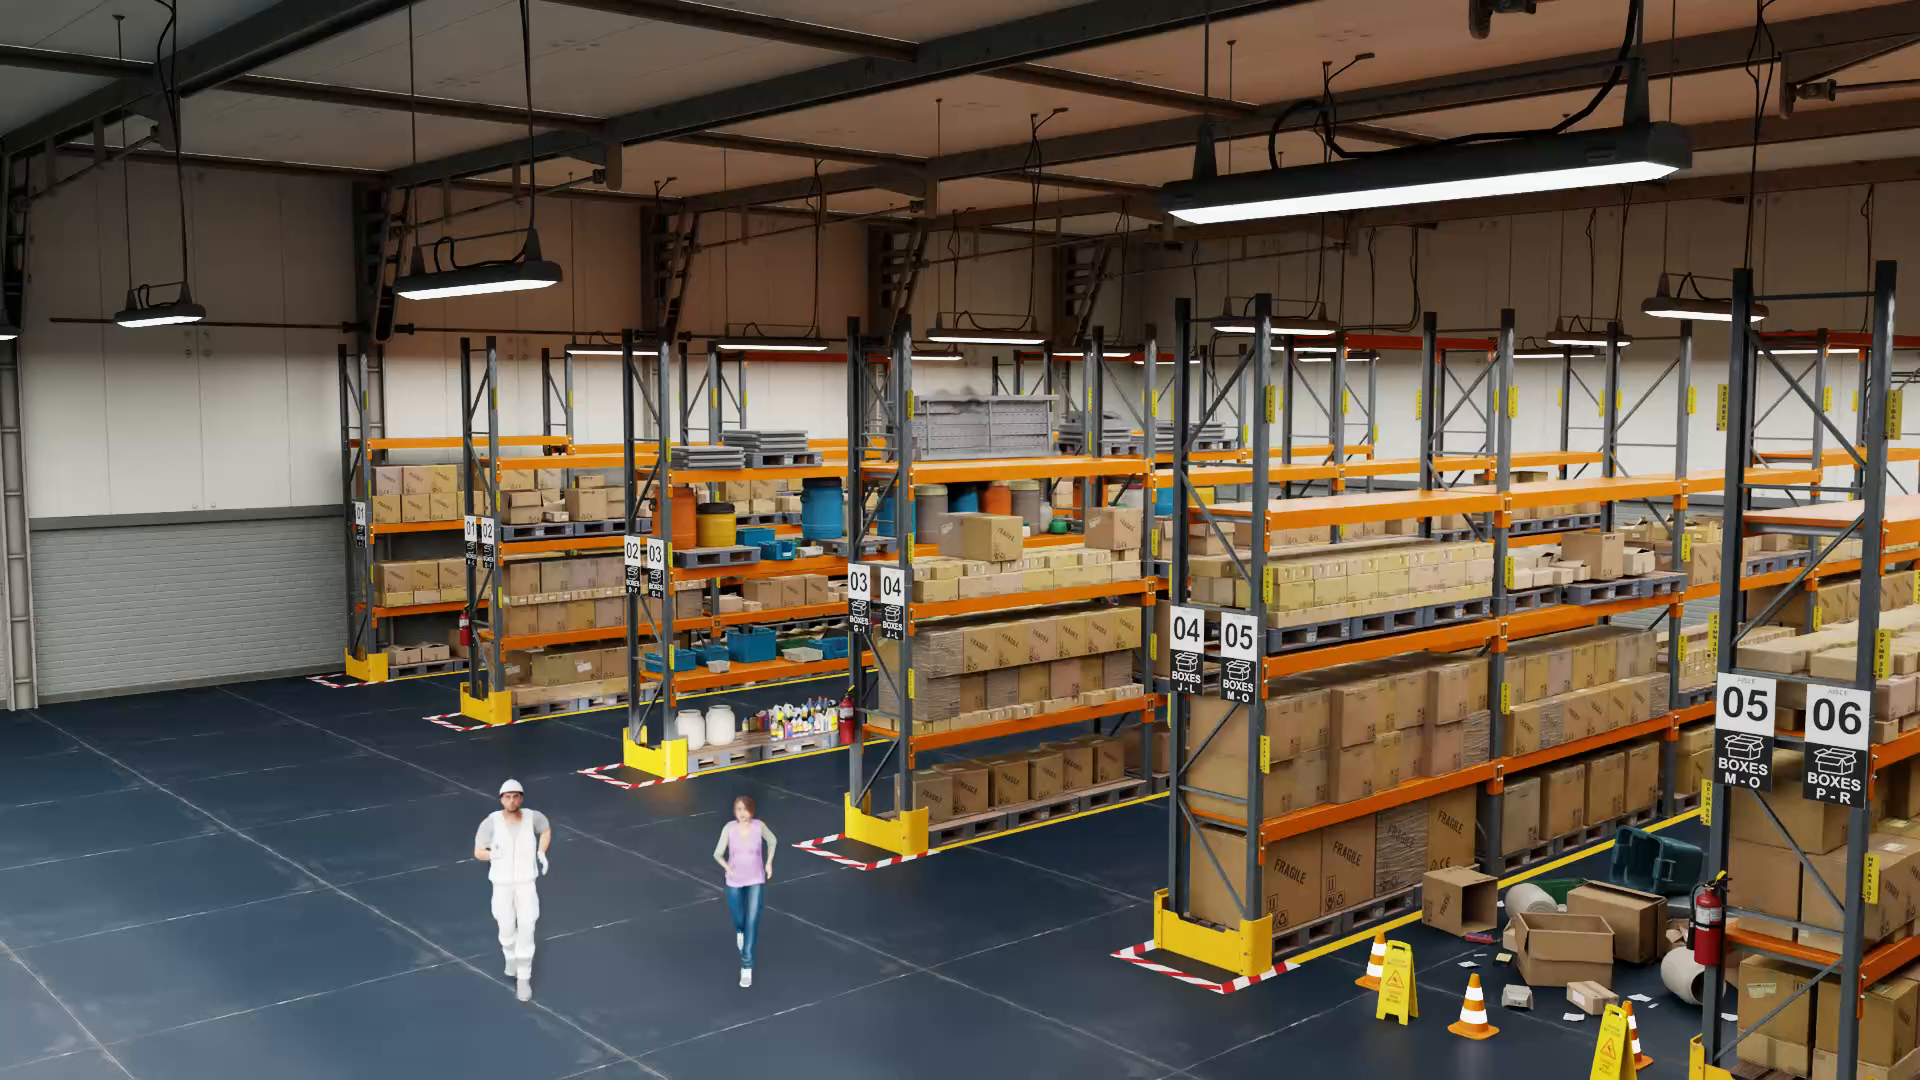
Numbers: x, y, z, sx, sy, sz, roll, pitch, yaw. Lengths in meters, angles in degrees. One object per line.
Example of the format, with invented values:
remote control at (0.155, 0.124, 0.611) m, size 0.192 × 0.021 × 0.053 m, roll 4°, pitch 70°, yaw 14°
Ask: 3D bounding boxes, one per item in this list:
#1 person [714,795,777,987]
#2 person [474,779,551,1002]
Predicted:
person at (-1.905, 3.051, 14.774) m, size 0.553 × 1.597 × 0.877 m, roll 0°, pitch 5°, yaw -4°
person at (-3.850, 2.966, 14.348) m, size 0.639 × 1.819 × 0.828 m, roll -1°, pitch 5°, yaw -14°
